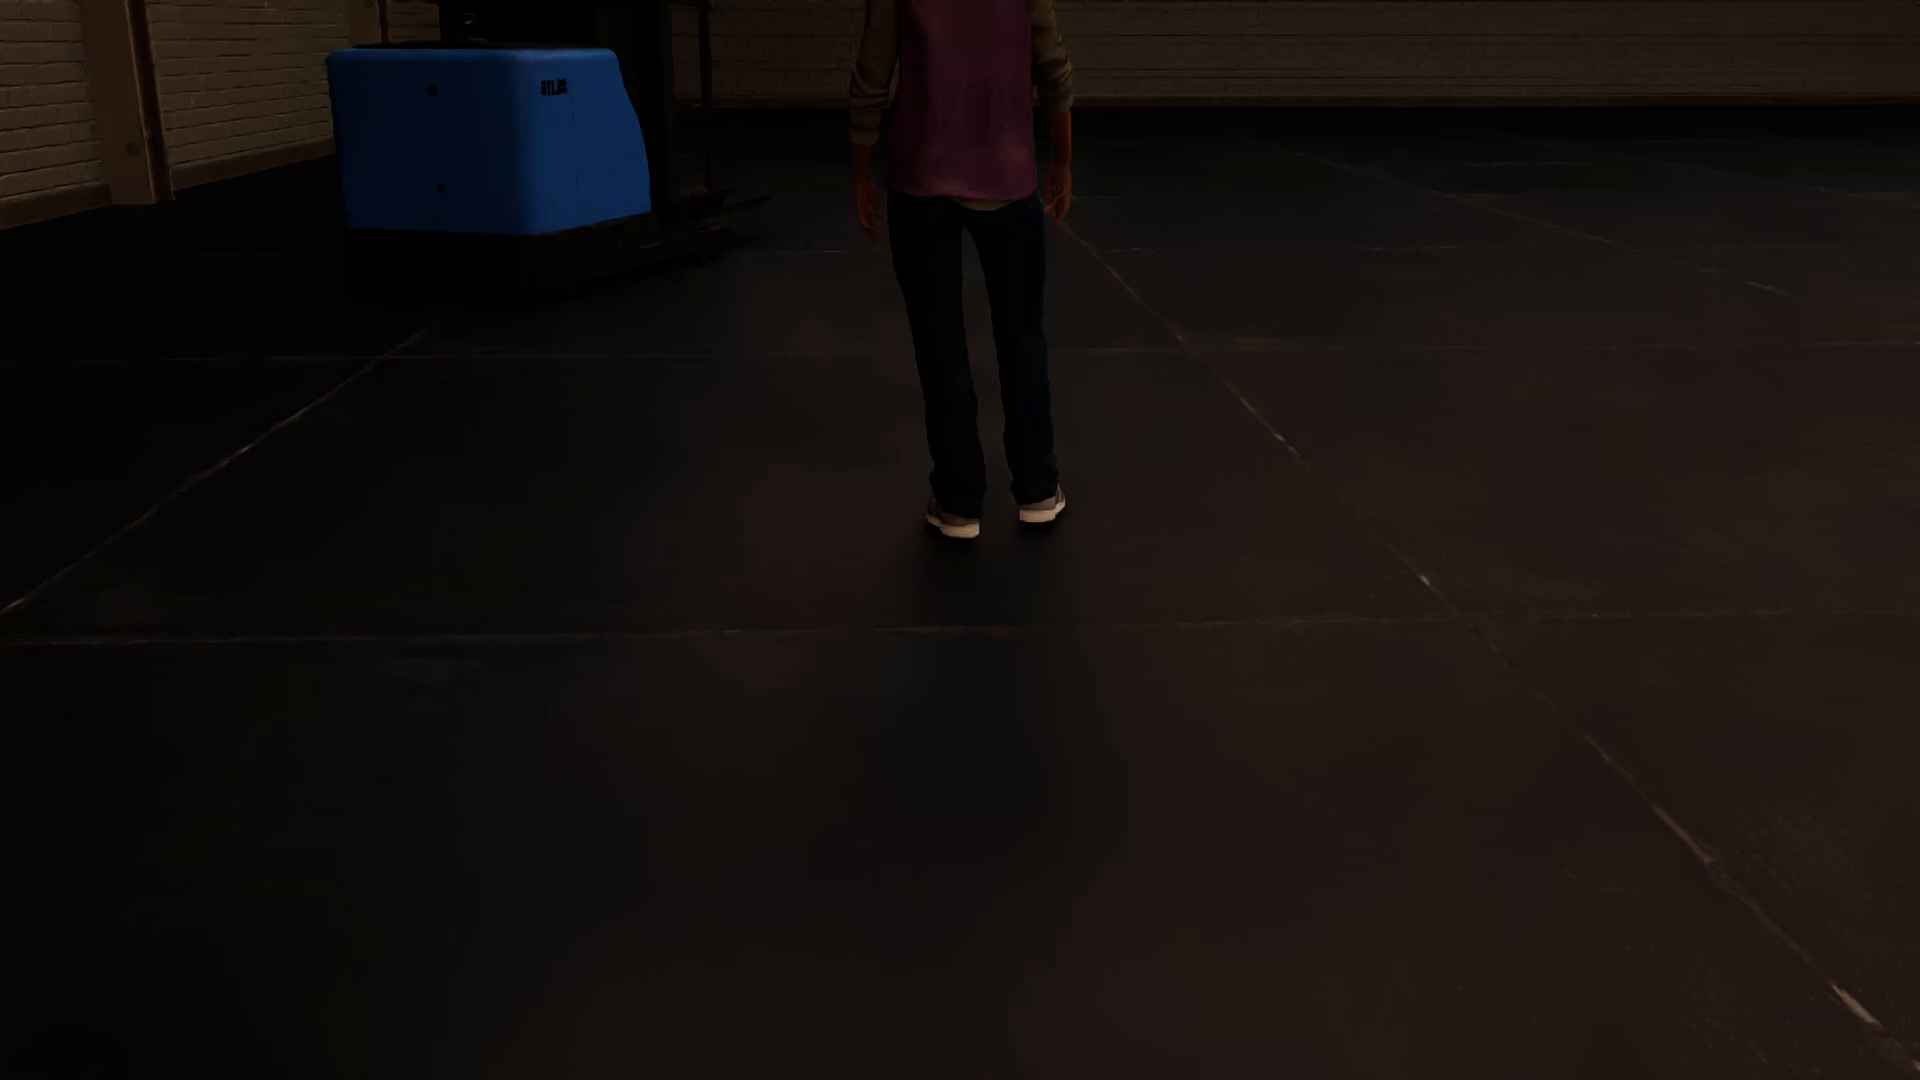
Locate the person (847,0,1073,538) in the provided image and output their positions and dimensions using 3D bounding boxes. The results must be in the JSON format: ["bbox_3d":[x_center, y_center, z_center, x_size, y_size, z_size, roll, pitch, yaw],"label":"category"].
[{"bbox_3d":[0.010,-0.792,3.754,0.520,1.597,0.474,-1,17,-3],"label":"person"}]

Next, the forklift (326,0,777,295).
[{"bbox_3d":[-1.854,-2.870,8.290,1.130,2.935,3.031,5,18,16],"label":"forklift"}]
